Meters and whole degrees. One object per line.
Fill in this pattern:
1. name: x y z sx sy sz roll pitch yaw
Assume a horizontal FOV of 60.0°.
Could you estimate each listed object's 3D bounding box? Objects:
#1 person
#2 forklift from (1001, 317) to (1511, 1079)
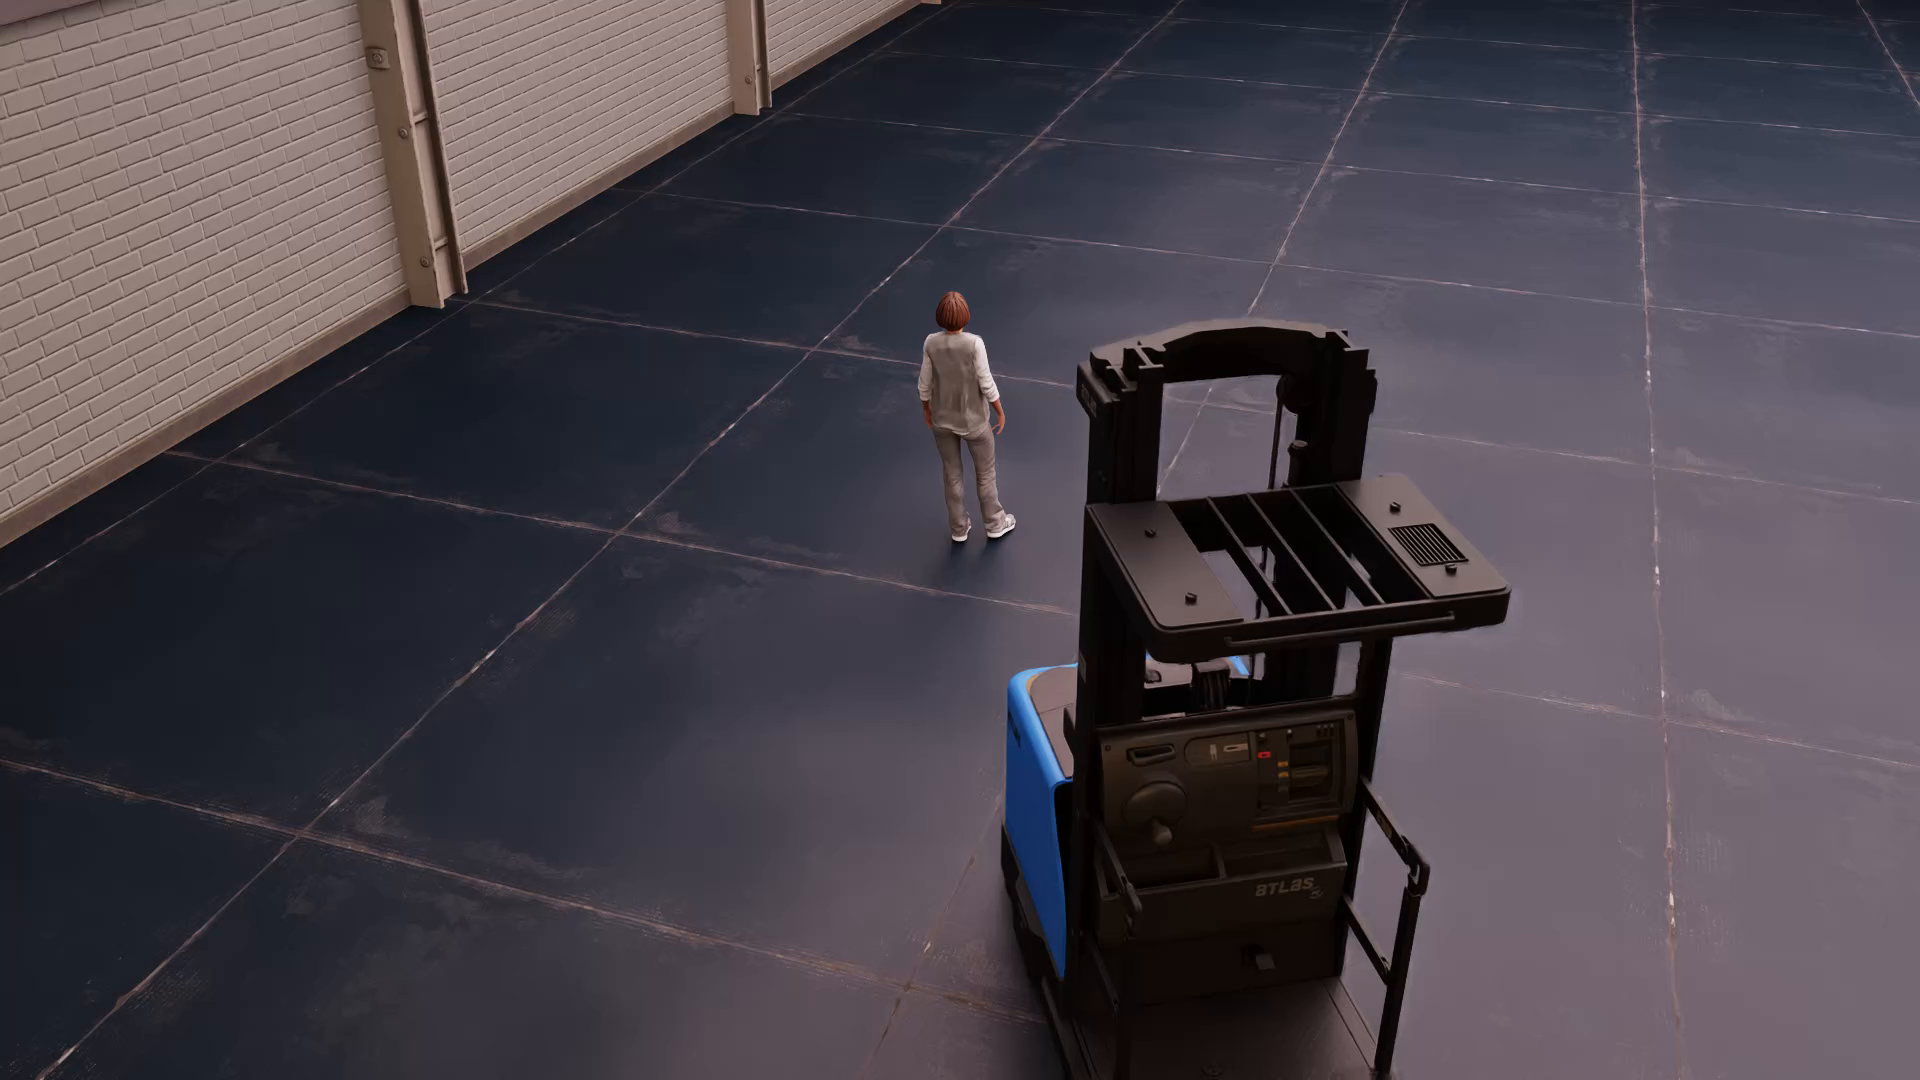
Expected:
1. person: 0.038 -0.733 9.754 0.520 1.599 0.473 10 31 16
2. forklift: 0.987 0.872 5.606 1.130 2.935 3.031 -6 30 -10
